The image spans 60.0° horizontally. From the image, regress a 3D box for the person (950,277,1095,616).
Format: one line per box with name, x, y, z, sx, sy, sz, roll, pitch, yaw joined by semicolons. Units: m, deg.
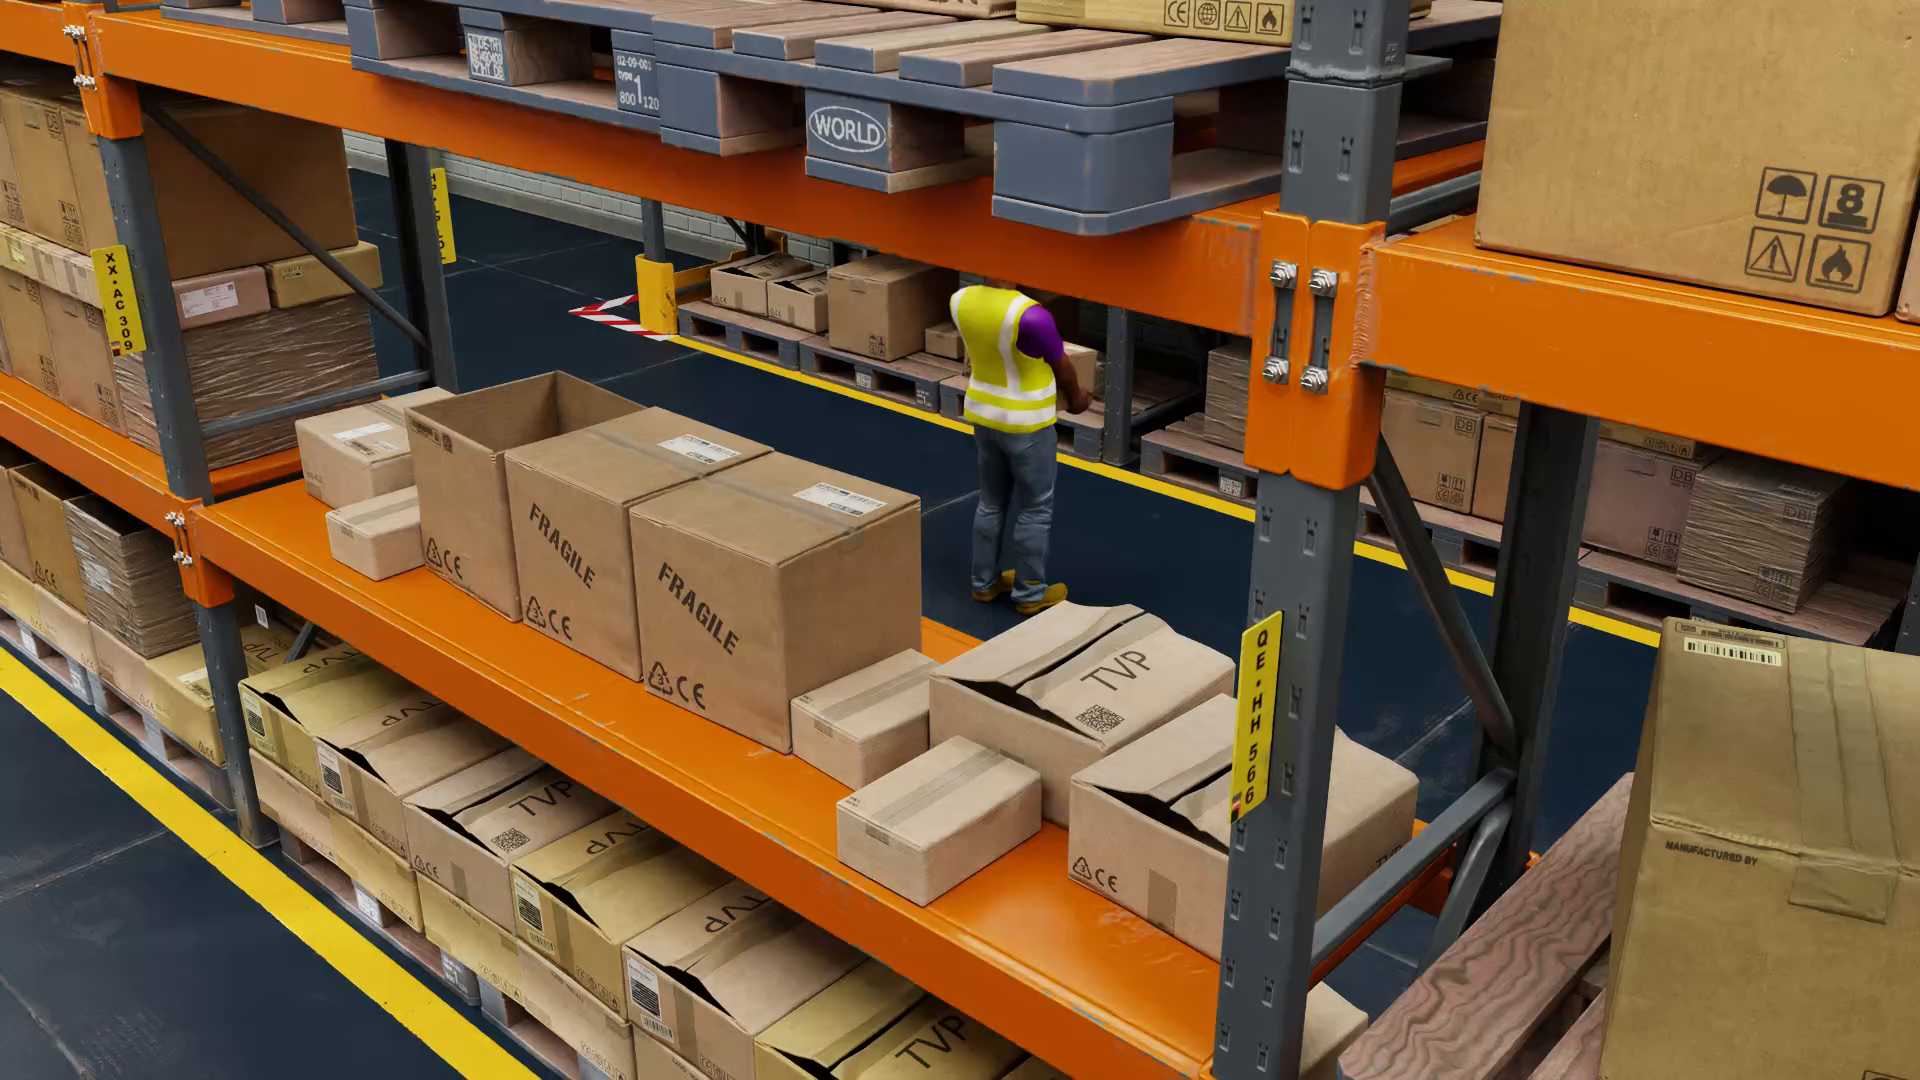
person;0.286;-0.550;7.325;0.504;1.761;0.581;21;32;40
